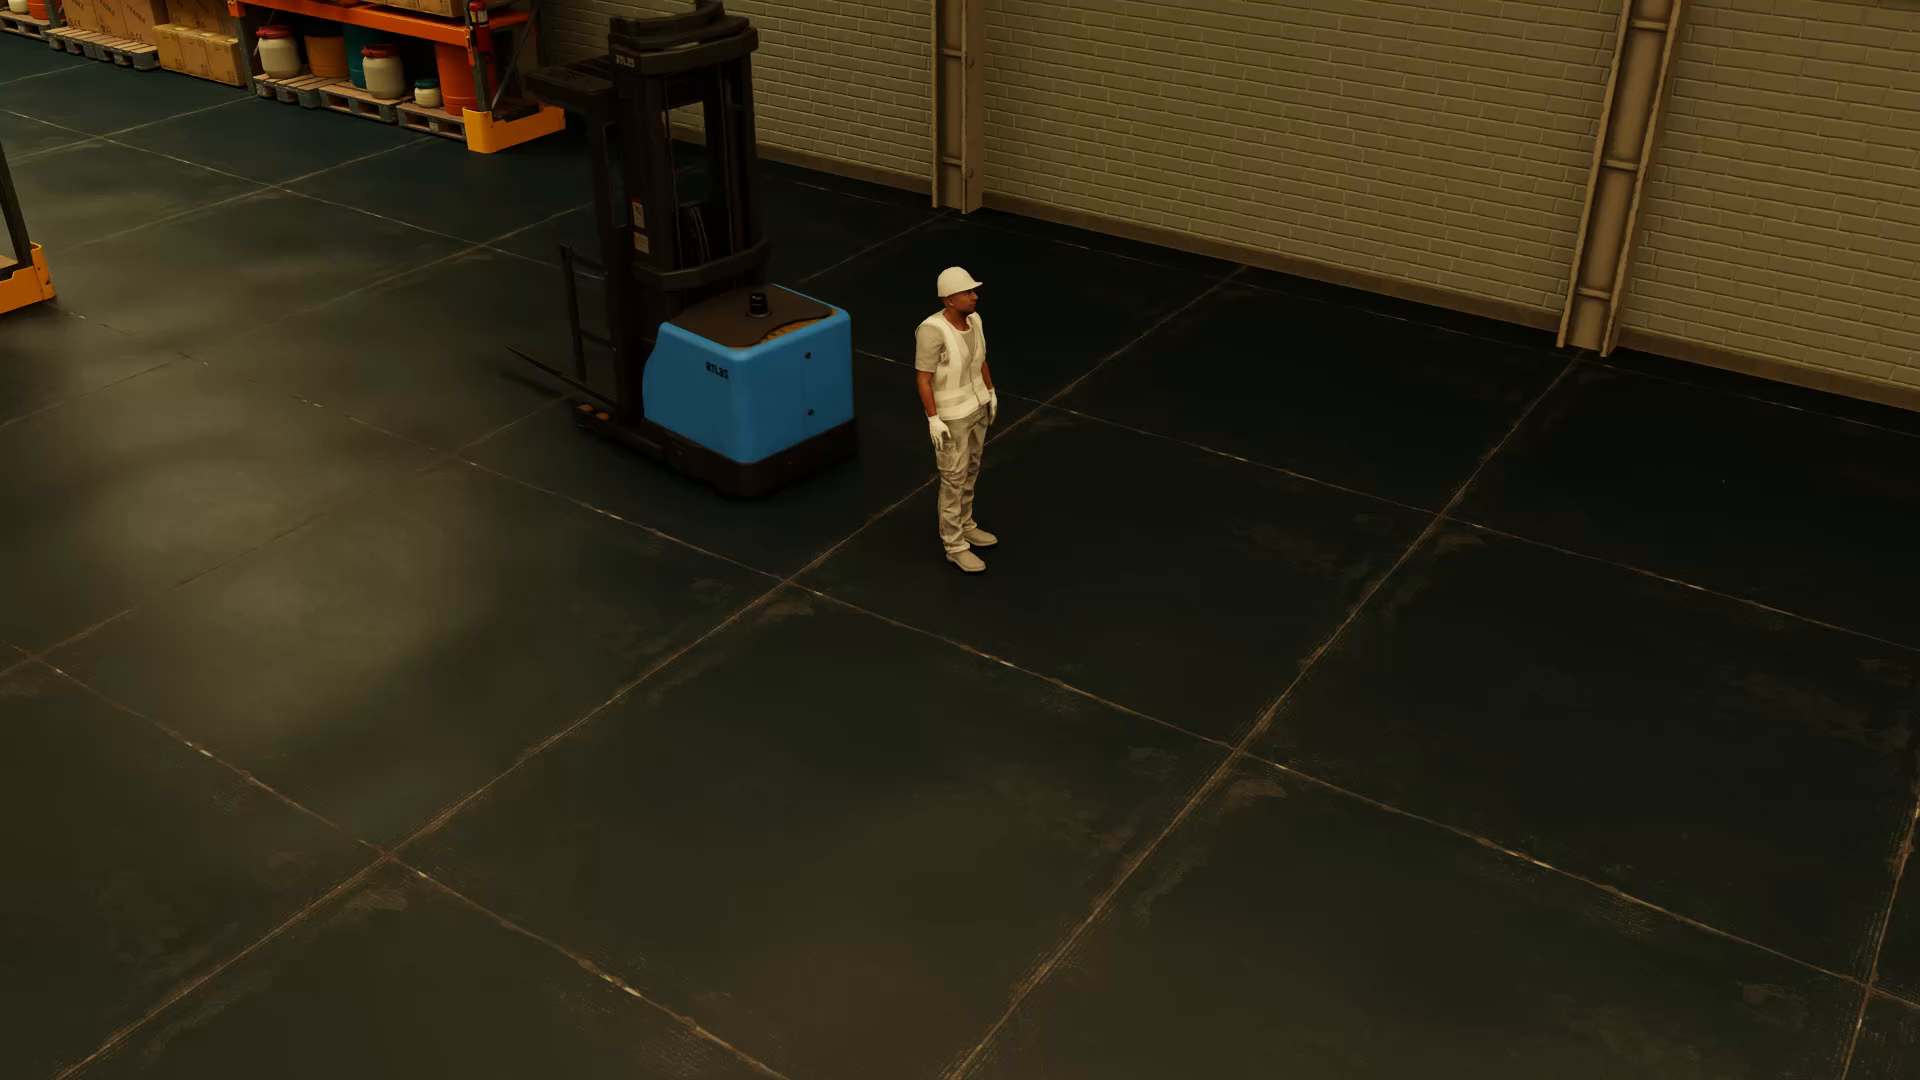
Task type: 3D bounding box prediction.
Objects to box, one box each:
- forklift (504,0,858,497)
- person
[{"bbox_3d":[-2.129,-2.172,11.322,3.031,2.935,1.130,25,38,36],"label":"forklift"},{"bbox_3d":[0.055,-0.754,10.008,0.575,1.785,0.657,19,35,29],"label":"person"}]
